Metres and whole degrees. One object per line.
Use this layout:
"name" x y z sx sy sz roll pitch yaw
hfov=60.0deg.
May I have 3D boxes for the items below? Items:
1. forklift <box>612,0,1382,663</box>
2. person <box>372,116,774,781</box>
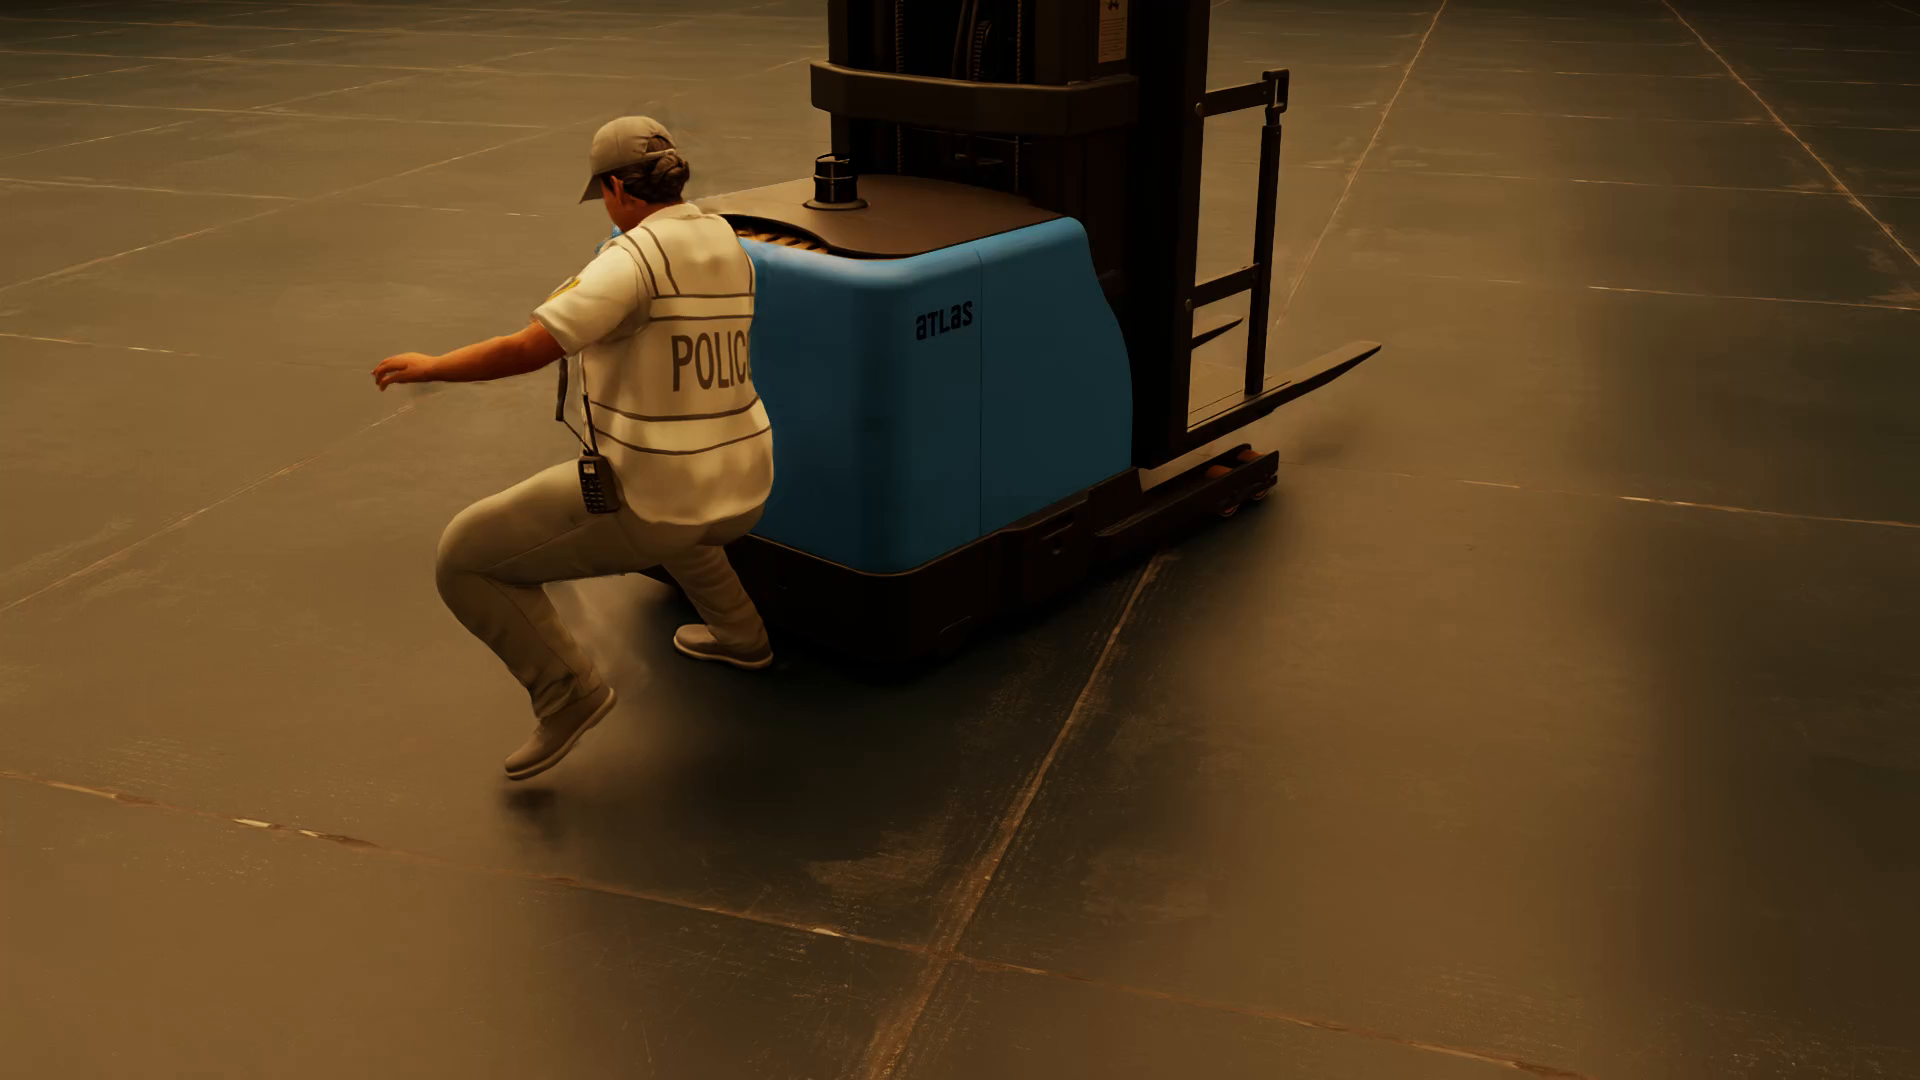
"forklift" 0.389 -1.534 4.996 1.130 2.935 3.031 18 28 36
"person" -0.775 -0.221 3.758 0.747 1.444 0.918 14 26 30
